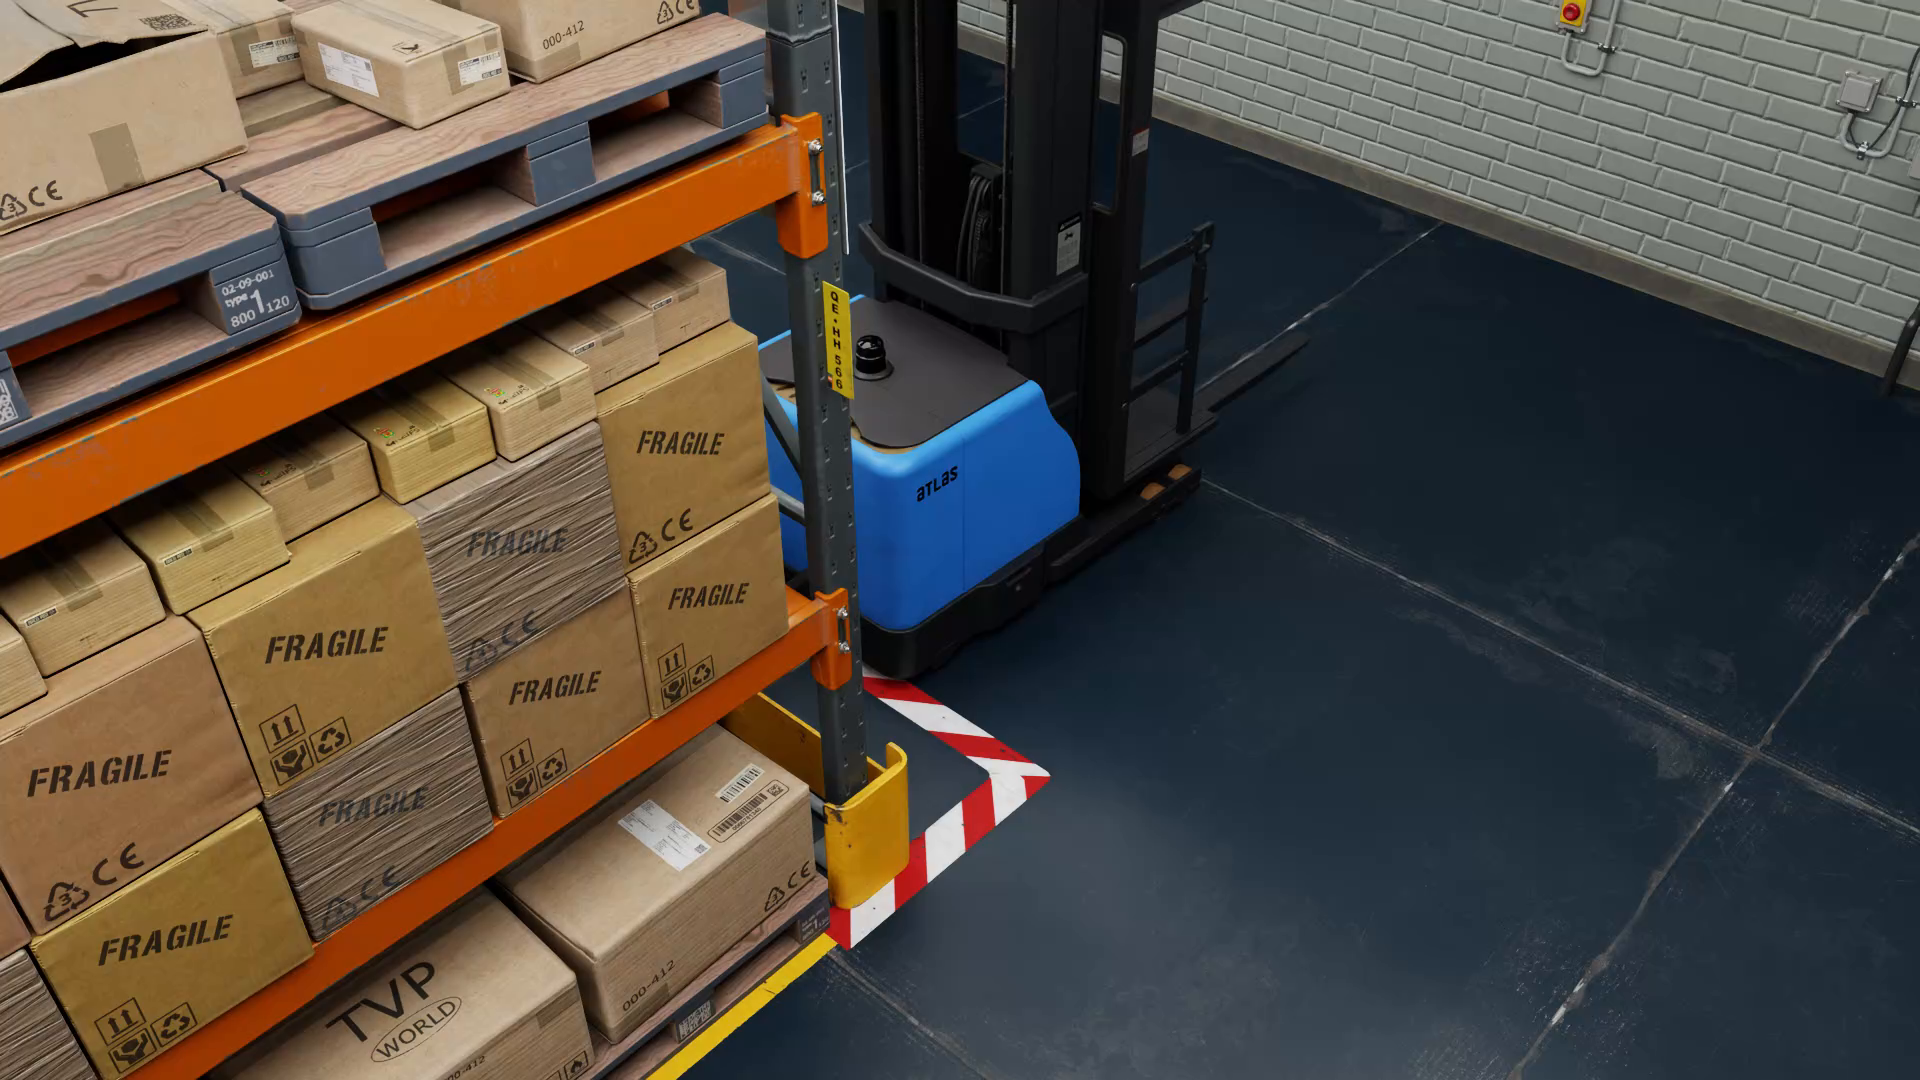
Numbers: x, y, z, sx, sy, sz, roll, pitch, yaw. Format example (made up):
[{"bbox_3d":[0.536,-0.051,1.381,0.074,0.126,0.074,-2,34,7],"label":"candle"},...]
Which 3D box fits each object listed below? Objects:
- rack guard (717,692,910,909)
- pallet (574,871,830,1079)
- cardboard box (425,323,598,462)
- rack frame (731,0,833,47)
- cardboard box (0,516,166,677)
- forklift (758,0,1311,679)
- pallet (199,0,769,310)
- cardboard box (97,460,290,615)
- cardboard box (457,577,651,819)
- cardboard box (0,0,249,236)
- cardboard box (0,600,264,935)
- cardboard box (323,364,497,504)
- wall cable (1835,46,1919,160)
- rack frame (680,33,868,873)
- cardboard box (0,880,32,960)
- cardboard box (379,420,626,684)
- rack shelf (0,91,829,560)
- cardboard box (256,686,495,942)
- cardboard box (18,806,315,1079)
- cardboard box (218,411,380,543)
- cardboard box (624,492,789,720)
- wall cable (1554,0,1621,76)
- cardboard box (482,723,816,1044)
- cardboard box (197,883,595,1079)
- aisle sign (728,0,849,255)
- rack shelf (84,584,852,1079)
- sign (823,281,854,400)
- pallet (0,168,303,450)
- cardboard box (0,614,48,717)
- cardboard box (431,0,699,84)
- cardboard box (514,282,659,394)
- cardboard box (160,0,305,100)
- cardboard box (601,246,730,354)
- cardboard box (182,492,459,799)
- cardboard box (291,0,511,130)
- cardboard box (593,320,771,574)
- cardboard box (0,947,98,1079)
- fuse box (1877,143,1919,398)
[{"bbox_3d":[-0.697,0.756,5.898,1.175,0.500,0.348,30,47,32],"label":"rack guard"},{"bbox_3d":[-1.195,1.280,5.471,1.003,0.211,1.213,30,47,32],"label":"pallet"},{"bbox_3d":[-1.073,-0.366,3.896,0.380,0.149,0.250,29,47,31],"label":"cardboard box"},{"bbox_3d":[-0.713,-2.560,3.239,1.000,3.000,0.127,30,47,32],"label":"rack frame"},{"bbox_3d":[-1.819,0.075,3.341,0.380,0.149,0.250,31,48,33],"label":"cardboard box"},{"bbox_3d":[0.434,-1.431,6.694,1.130,2.935,3.031,31,48,33],"label":"forklift"},{"bbox_3d":[-1.206,-1.006,3.766,1.003,0.211,1.213,30,47,32],"label":"pallet"},{"bbox_3d":[-1.628,-0.038,3.483,0.380,0.149,0.250,31,48,33],"label":"cardboard box"},{"bbox_3d":[-1.193,0.306,4.374,0.500,0.500,0.500,29,47,31],"label":"cardboard box"},{"bbox_3d":[-1.760,-0.888,3.200,0.500,0.311,0.500,31,48,33],"label":"cardboard box"},{"bbox_3d":[-1.870,0.388,3.468,0.500,0.500,0.500,29,47,32],"label":"cardboard box"},{"bbox_3d":[-1.273,-0.268,3.772,0.380,0.149,0.250,31,48,33],"label":"cardboard box"},{"bbox_3d":[4.128,-2.619,7.318,0.588,1.984,0.122,30,47,32],"label":"wall cable"},{"bbox_3d":[-0.713,-0.212,5.106,1.000,3.000,0.127,30,47,32],"label":"rack frame"},{"bbox_3d":[-2.212,0.618,3.179,0.500,0.500,0.500,31,48,33],"label":"cardboard box"},{"bbox_3d":[-1.194,-0.068,4.042,0.500,0.500,0.500,30,47,32],"label":"cardboard box"},{"bbox_3d":[-2.062,-0.185,3.241,1.077,0.370,4.000,30,47,32],"label":"rack shelf"},{"bbox_3d":[-1.533,0.547,4.072,0.500,0.500,0.500,31,48,33],"label":"cardboard box"},{"bbox_3d":[-1.872,0.789,3.767,0.500,0.500,0.500,31,48,33],"label":"cardboard box"},{"bbox_3d":[-1.502,-0.178,3.658,0.380,0.149,0.250,29,47,32],"label":"cardboard box"},{"bbox_3d":[-0.843,0.082,4.657,0.500,0.500,0.500,30,47,32],"label":"cardboard box"},{"bbox_3d":[3.074,-3.222,8.050,0.585,1.953,0.123,30,47,32],"label":"wall cable"},{"bbox_3d":[-1.085,0.972,5.339,0.875,0.438,0.875,28,46,31],"label":"cardboard box"},{"bbox_3d":[-1.696,1.396,4.806,0.875,0.438,0.875,31,48,33],"label":"cardboard box"},{"bbox_3d":[-0.436,-1.132,4.175,0.394,0.787,0.004,30,47,32],"label":"aisle sign"},{"bbox_3d":[-2.062,0.989,4.174,1.077,0.370,4.000,30,47,32],"label":"rack shelf"},{"bbox_3d":[-0.322,-0.523,4.377,0.100,0.325,0.005,30,47,32],"label":"sign"},{"bbox_3d":[-2.029,-0.443,3.058,1.003,0.211,1.213,30,47,32],"label":"pallet"},{"bbox_3d":[-1.966,0.214,3.166,0.380,0.149,0.250,30,47,32],"label":"cardboard box"},{"bbox_3d":[-0.950,-1.286,3.750,0.500,0.250,0.500,25,45,28],"label":"cardboard box"},{"bbox_3d":[-0.961,-0.520,4.089,0.380,0.149,0.250,31,48,33],"label":"cardboard box"},{"bbox_3d":[-1.617,-1.088,3.582,0.380,0.149,0.250,31,48,33],"label":"cardboard box"},{"bbox_3d":[-0.808,-0.647,4.249,0.380,0.149,0.250,30,47,32],"label":"cardboard box"},{"bbox_3d":[-1.530,0.158,3.758,0.500,0.500,0.500,29,47,32],"label":"cardboard box"},{"bbox_3d":[-1.174,-1.020,3.497,0.380,0.149,0.250,26,45,29],"label":"cardboard box"},{"bbox_3d":[-0.863,-0.321,4.360,0.500,0.500,0.500,31,48,33],"label":"cardboard box"},{"bbox_3d":[-2.219,1.026,3.469,0.500,0.500,0.500,30,47,32],"label":"cardboard box"},{"bbox_3d":[4.526,-1.359,7.584,0.539,1.711,0.414,30,47,32],"label":"fuse box"}]
